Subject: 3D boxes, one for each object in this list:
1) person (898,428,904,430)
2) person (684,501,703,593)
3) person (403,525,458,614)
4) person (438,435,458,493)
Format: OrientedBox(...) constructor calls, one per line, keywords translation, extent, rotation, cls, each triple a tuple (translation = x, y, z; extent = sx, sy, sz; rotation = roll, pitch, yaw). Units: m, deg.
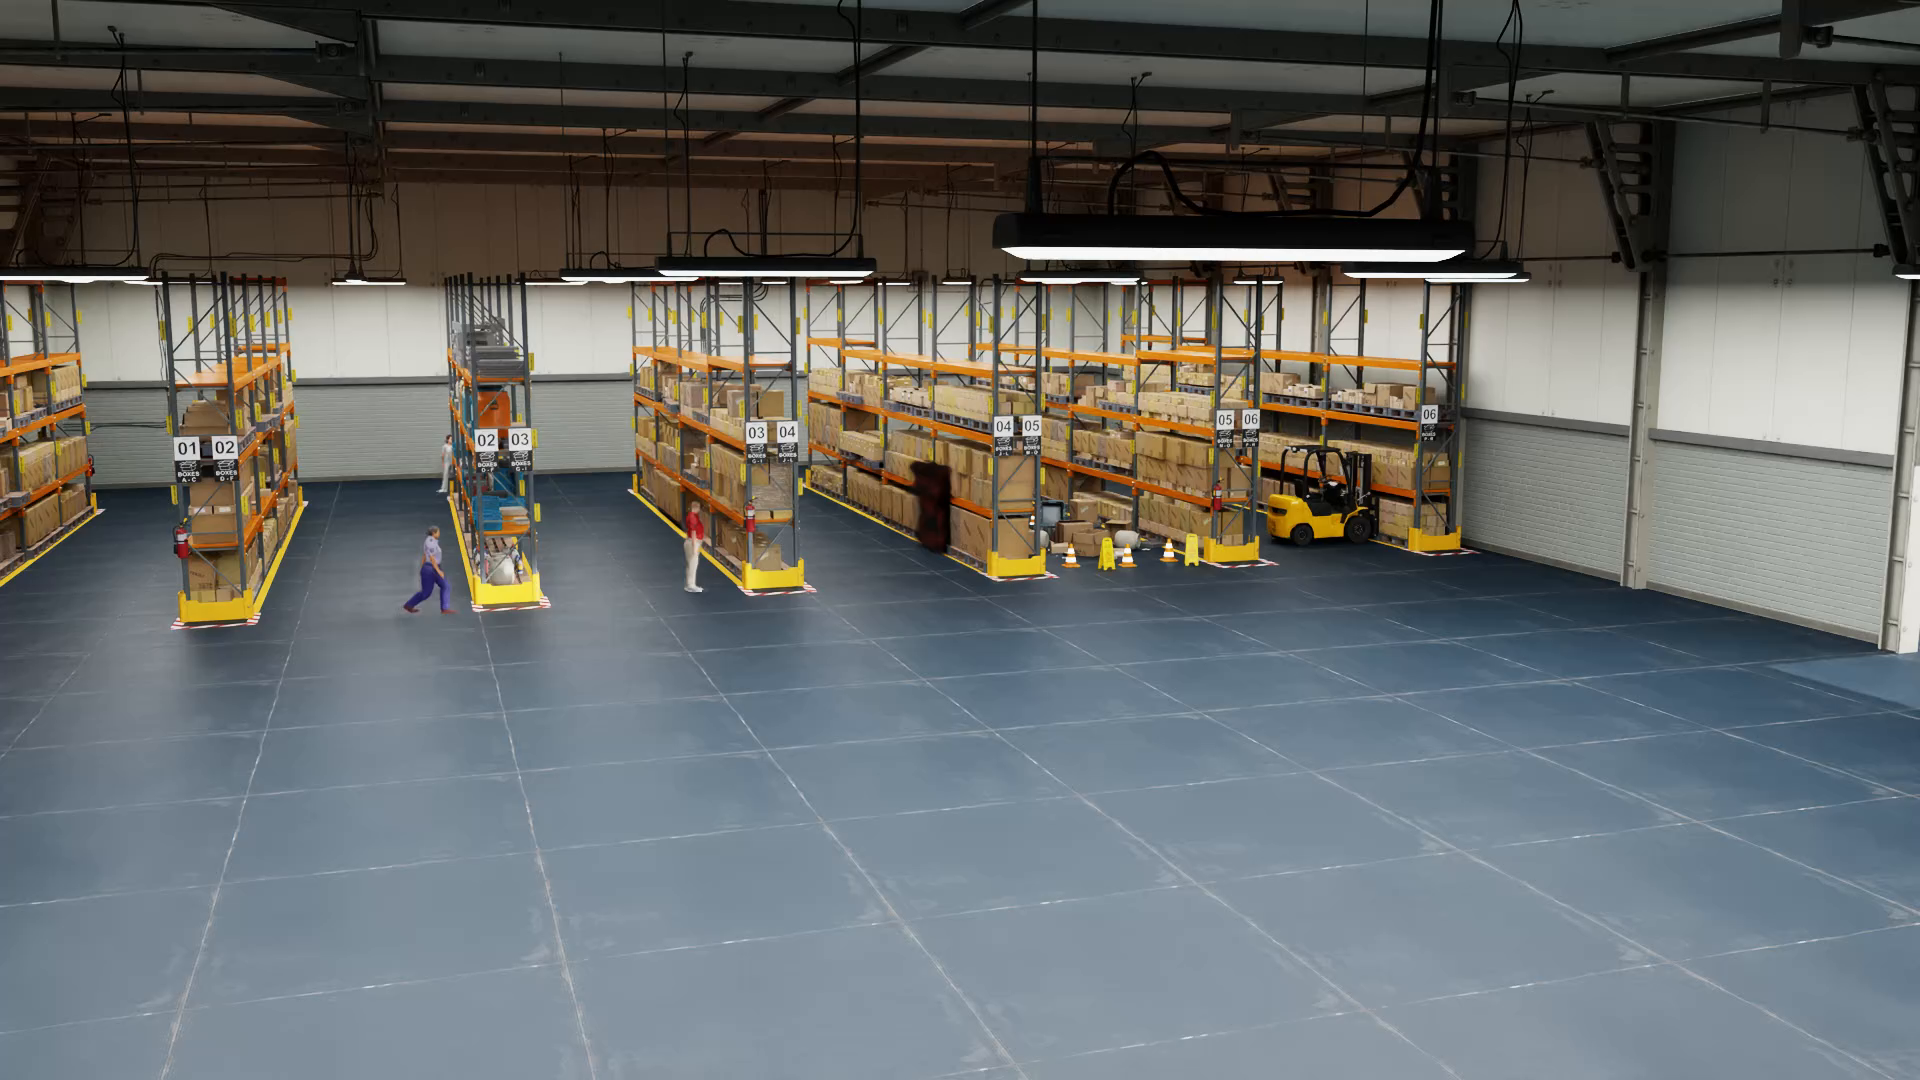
OrientedBox(translation=(-1.702, -2.355, 47.900), extent=(0.361, 1.727, 0.604), rotation=(-4, 10, -27), cls="person")
OrientedBox(translation=(-5.052, 0.128, 31.522), extent=(0.391, 1.733, 0.568), rotation=(-1, 9, -7), cls="person")
OrientedBox(translation=(-9.340, 0.585, 29.233), extent=(0.908, 1.484, 0.454), rotation=(-1, 9, -5), cls="person")
OrientedBox(translation=(-14.322, -2.151, 46.744), extent=(0.567, 1.618, 0.995), rotation=(0, 9, 3), cls="person")
